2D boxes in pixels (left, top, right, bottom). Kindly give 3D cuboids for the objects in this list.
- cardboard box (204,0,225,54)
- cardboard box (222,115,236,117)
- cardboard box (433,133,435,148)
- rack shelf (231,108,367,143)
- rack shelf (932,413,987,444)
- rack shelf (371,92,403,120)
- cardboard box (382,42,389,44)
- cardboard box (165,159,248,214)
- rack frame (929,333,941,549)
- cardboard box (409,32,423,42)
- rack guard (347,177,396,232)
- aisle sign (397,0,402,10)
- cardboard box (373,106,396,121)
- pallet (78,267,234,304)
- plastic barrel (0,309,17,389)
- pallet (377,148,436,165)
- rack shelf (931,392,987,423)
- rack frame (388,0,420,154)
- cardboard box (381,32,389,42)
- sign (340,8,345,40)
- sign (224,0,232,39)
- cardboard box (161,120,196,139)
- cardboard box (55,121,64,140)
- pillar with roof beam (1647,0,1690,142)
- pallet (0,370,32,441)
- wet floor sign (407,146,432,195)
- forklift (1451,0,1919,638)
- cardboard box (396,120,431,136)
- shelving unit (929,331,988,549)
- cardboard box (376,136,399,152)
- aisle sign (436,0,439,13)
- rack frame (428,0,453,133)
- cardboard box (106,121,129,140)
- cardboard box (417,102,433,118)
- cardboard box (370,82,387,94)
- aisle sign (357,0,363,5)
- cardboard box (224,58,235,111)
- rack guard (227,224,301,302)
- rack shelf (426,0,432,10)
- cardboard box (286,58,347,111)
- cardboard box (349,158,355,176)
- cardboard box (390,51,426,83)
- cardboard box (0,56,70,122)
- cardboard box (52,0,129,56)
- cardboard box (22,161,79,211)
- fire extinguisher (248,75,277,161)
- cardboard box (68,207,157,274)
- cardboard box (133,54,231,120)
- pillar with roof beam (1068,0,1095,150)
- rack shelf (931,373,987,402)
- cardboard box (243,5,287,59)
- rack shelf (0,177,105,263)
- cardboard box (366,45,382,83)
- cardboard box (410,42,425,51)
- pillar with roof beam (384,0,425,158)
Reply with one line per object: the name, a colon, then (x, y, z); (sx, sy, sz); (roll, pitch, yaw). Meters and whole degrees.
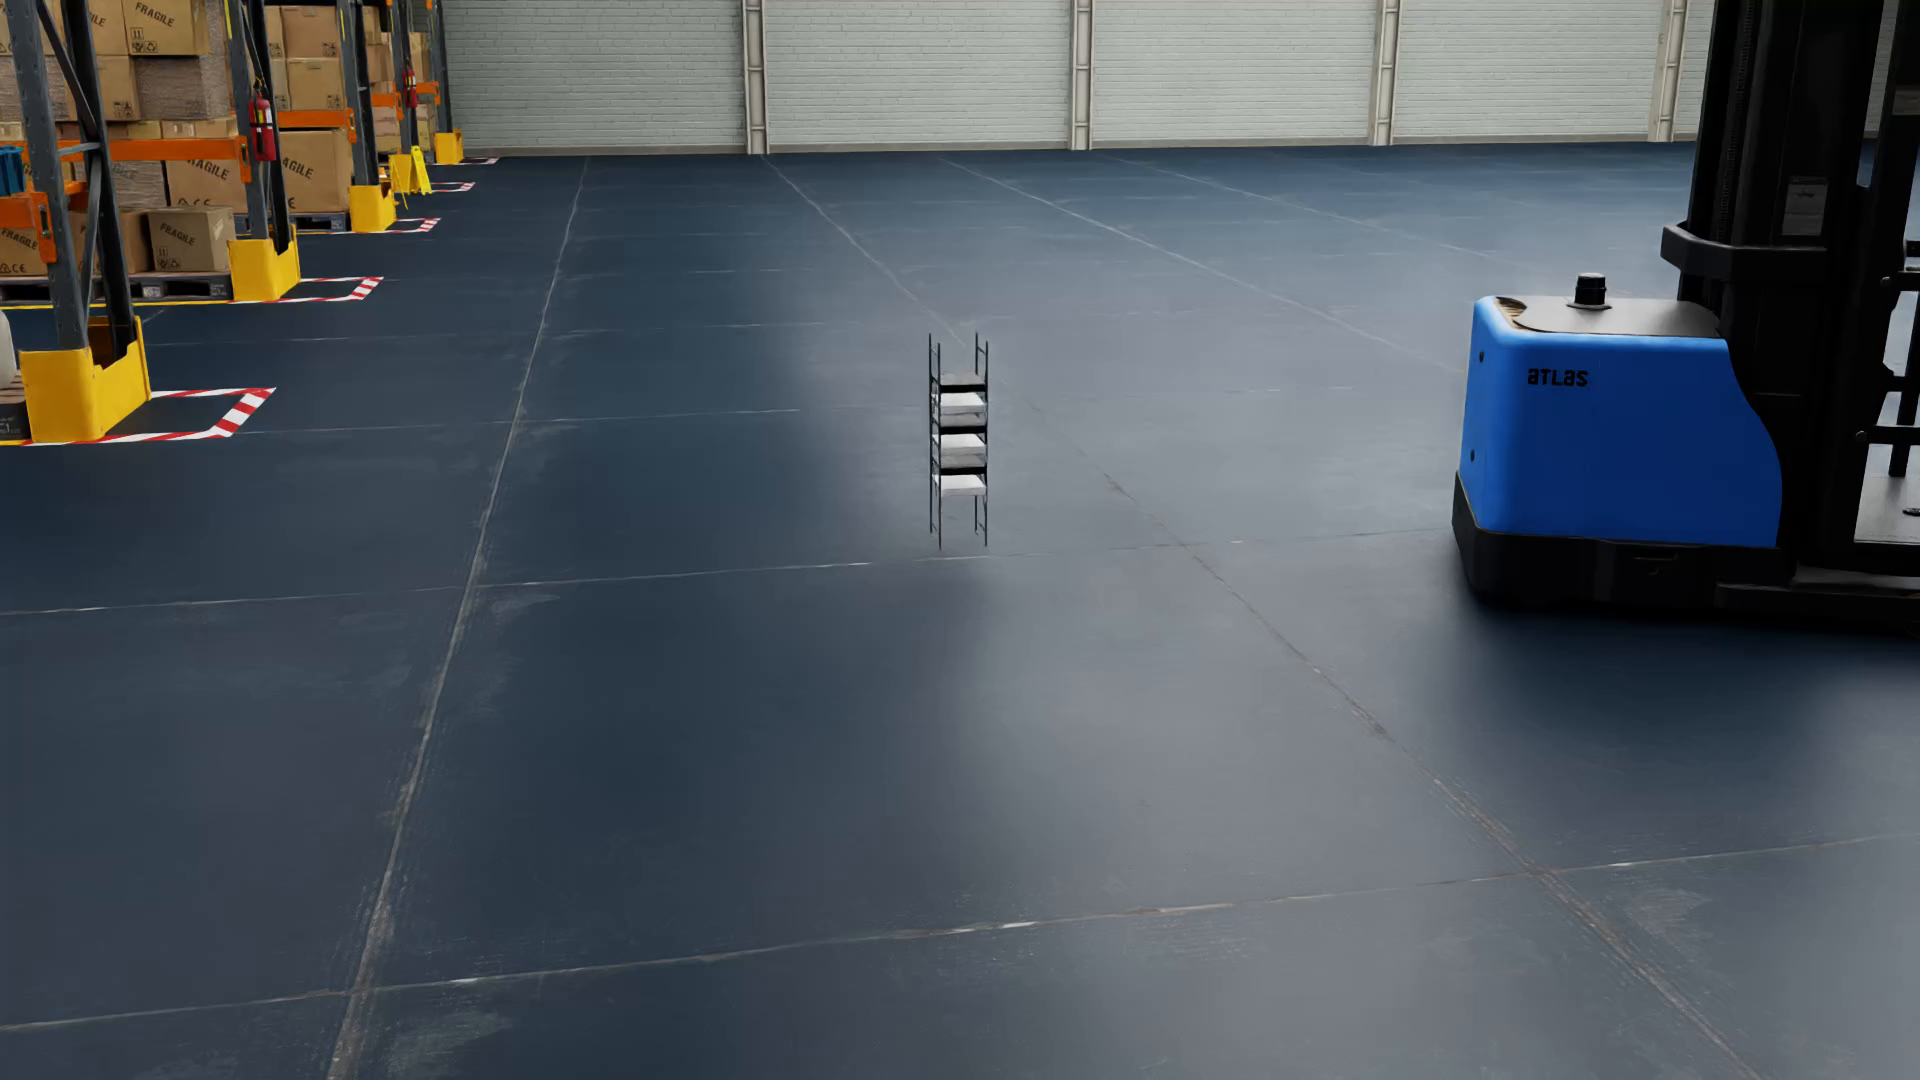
cardboard box: (-6.452, -4.295, 13.806); (0.500, 0.500, 0.500); (-3, 17, -10)
cardboard box: (-6.185, -3.512, 14.064); (0.250, 0.149, 0.380); (-3, 17, -10)
cardboard box: (-9.204, -6.782, 28.251); (0.500, 0.250, 0.500); (-3, 17, -10)
rack shelf: (-8.665, -4.559, 18.271); (4.000, 0.370, 1.077); (-3, 17, -10)
rack shelf: (-0.008, -0.484, 7.162); (0.200, 0.077, 0.258); (-3, 17, -10)
rack shelf: (-9.703, -5.980, 22.899); (4.000, 0.370, 1.077); (-3, 17, -10)
cardboard box: (-9.484, -8.105, 27.314); (0.250, 0.149, 0.380); (-3, 17, -9)
cardboard box: (-8.218, -4.093, 18.432); (0.875, 0.875, 0.875); (-4, 17, -11)
rack frame: (-0.108, -0.424, 7.160); (0.006, 0.900, 0.240); (-3, 17, -10)
cardboard box: (-8.997, -8.286, 27.398); (0.250, 0.149, 0.380); (-3, 17, -10)
rack guard: (-6.678, -3.821, 18.900); (0.348, 0.500, 1.175); (-3, 17, -10)
aisle sign: (-7.624, -7.598, 22.513); (0.004, 0.787, 0.394); (-3, 17, -10)
cardboard box: (-9.578, -7.085, 27.535); (0.500, 0.250, 0.500); (-3, 17, -9)
pallet: (-6.739, -2.207, 14.136); (1.213, 0.211, 1.003); (-3, 17, -10)
plastic barrel: (-5.552, -1.104, 9.319); (0.421, 0.512, 0.421); (0, 17, 0)
pallet: (-9.428, -6.479, 28.045); (1.213, 0.211, 1.003); (-3, 17, -10)
rack shelf: (-0.008, -0.570, 7.135); (0.200, 0.077, 0.258); (-3, 17, -10)
rack frame: (-7.740, -6.436, 23.156); (0.127, 3.000, 1.000); (-3, 17, -10)
cardboard box: (-9.485, -8.241, 27.251); (0.250, 0.149, 0.380); (-3, 17, -9)
sign: (-6.612, -5.524, 17.812); (0.005, 0.325, 0.100); (-3, 17, -10)
sign: (-5.774, -4.122, 13.114); (0.005, 0.325, 0.100); (-3, 17, -10)
cardboard box: (-6.346, -3.370, 13.601); (0.250, 0.149, 0.380); (-3, 17, -10)
cardboard box: (-7.325, -3.309, 13.404); (0.250, 0.149, 0.380); (-3, 17, -10)
pillar with roof beam: (14.841, -11.051, 27.965); (0.400, 9.000, 9.100); (-3, 17, -10)
pallet: (-5.785, -0.756, 9.415); (1.213, 0.211, 1.003); (-3, 17, -10)
wet floor sign: (-7.350, -5.012, 22.532); (0.232, 0.644, 0.267); (3, 17, 9)
forklift: (3.563, -1.197, 6.216); (3.031, 2.935, 1.130); (3, 17, 11)
cardboard box: (-9.104, -6.874, 27.701); (0.500, 0.250, 0.500); (-3, 17, -11)
shelving unit: (-0.008, -0.430, 7.178); (0.210, 0.900, 0.258); (-3, 17, -10)
cardboard box: (-9.577, -6.610, 27.693); (0.500, 0.250, 0.500); (-3, 17, -10)
aisle sign: (-8.565, -9.028, 27.169); (0.004, 0.787, 0.394); (-3, 17, -10)
rack frame: (-8.685, -7.866, 27.814); (0.127, 3.000, 1.000); (-3, 17, -10)
cardboard box: (-6.830, -3.331, 13.477); (0.250, 0.149, 0.380); (-3, 17, -10)
cardboard box: (-9.193, -7.258, 28.100); (0.500, 0.250, 0.500); (-4, 17, -11)
cardboard box: (-8.066, -6.233, 22.924); (0.250, 0.149, 0.380); (-3, 17, -9)
aisle sign: (-6.689, -6.347, 18.441); (0.004, 0.787, 0.394); (-3, 17, -10)
cardboard box: (-8.167, -5.020, 18.293); (0.550, 0.550, 0.875); (-3, 17, -10)
rack guard: (-5.934, -2.380, 14.208); (0.348, 0.500, 1.175); (-3, 17, -10)
rack shelf: (-10.649, -8.845, 27.117); (4.000, 0.370, 1.077); (-3, 17, -10)
cardboard box: (-7.057, -5.052, 18.397); (0.550, 0.550, 0.875); (-3, 17, -10)
cardboard box: (-8.506, -5.198, 23.095); (0.500, 0.250, 0.500); (-3, 17, -11)
cardboard box: (-9.118, -7.811, 27.464); (0.500, 0.500, 0.500); (-4, 17, -12)
cardboard box: (-7.372, -3.668, 13.469); (0.500, 0.500, 0.875); (-3, 17, -10)
cardboard box: (-6.843, -4.115, 13.222); (0.500, 0.500, 0.500); (-3, 17, -10)
cardboard box: (-9.998, -3.991, 18.102); (0.875, 0.875, 0.875); (-3, 17, -10)
fire extinguisher: (-5.660, -3.415, 13.454); (0.183, 0.674, 0.296); (-3, 17, -10)
cardboard box: (-7.057, -2.512, 13.922); (0.500, 0.500, 0.500); (1, 17, 4)
cardboard box: (-6.405, -3.746, 13.722); (0.500, 0.500, 0.875); (-3, 17, -10)
pillar with roof beam: (3.059, -10.383, 25.788); (0.400, 9.000, 9.100); (-3, 17, -10)
rack shelf: (-0.008, -0.656, 7.109); (0.200, 0.077, 0.258); (-3, 17, -10)
cardboard box: (-7.596, -5.535, 18.131); (0.550, 0.550, 0.875); (-3, 17, -10)
rack shelf: (-6.884, -1.696, 8.949); (4.000, 0.370, 1.077); (-3, 17, -10)
cardboard box: (-8.220, -6.516, 22.741); (0.500, 0.500, 0.500); (-4, 17, -11)
cardboard box: (-8.972, -8.124, 27.378); (0.250, 0.149, 0.380); (-3, 17, -10)
pillar with roof beam: (-8.723, -9.714, 23.612); (0.400, 9.000, 9.100); (-3, 17, -10)
